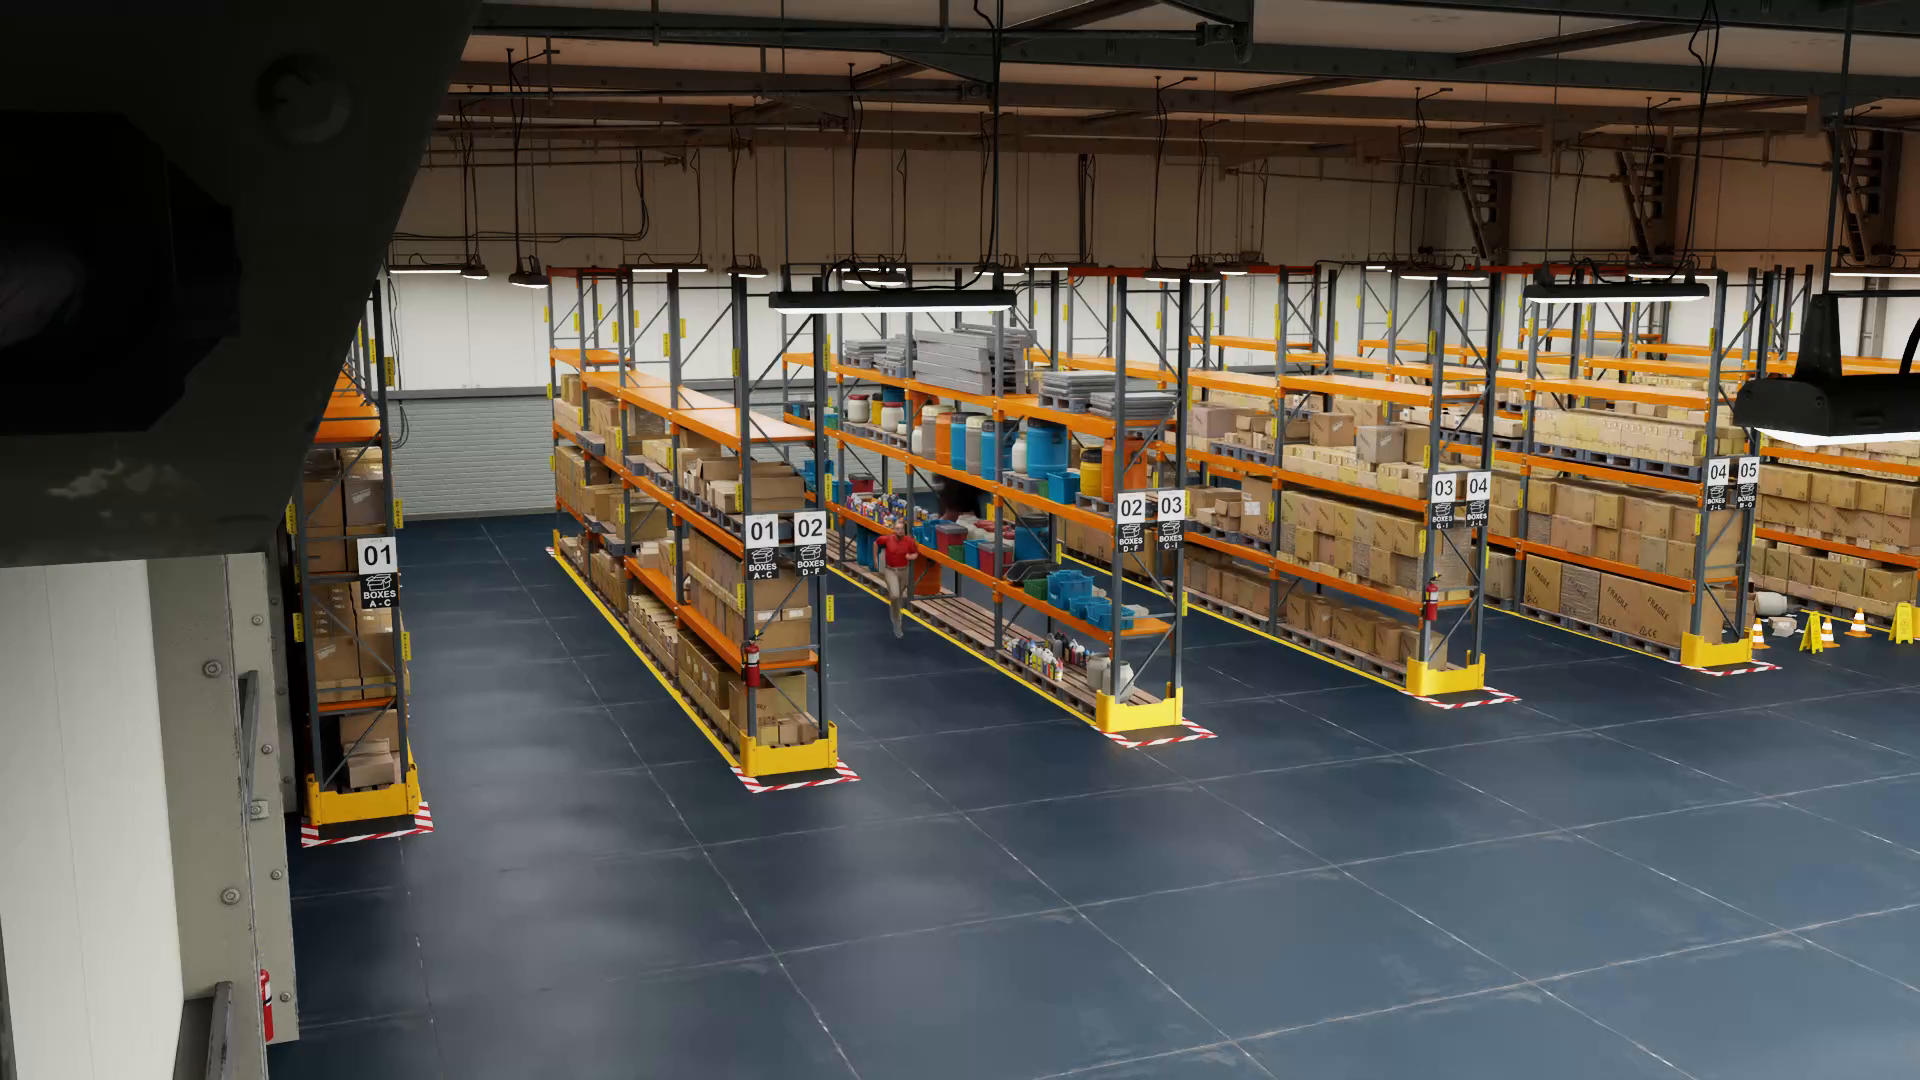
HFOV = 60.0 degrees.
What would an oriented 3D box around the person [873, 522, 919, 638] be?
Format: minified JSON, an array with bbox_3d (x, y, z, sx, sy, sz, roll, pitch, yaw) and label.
[{"bbox_3d":[-1.019,0.608,26.790,0.686,1.859,0.838,-3,10,-16],"label":"person"}]
